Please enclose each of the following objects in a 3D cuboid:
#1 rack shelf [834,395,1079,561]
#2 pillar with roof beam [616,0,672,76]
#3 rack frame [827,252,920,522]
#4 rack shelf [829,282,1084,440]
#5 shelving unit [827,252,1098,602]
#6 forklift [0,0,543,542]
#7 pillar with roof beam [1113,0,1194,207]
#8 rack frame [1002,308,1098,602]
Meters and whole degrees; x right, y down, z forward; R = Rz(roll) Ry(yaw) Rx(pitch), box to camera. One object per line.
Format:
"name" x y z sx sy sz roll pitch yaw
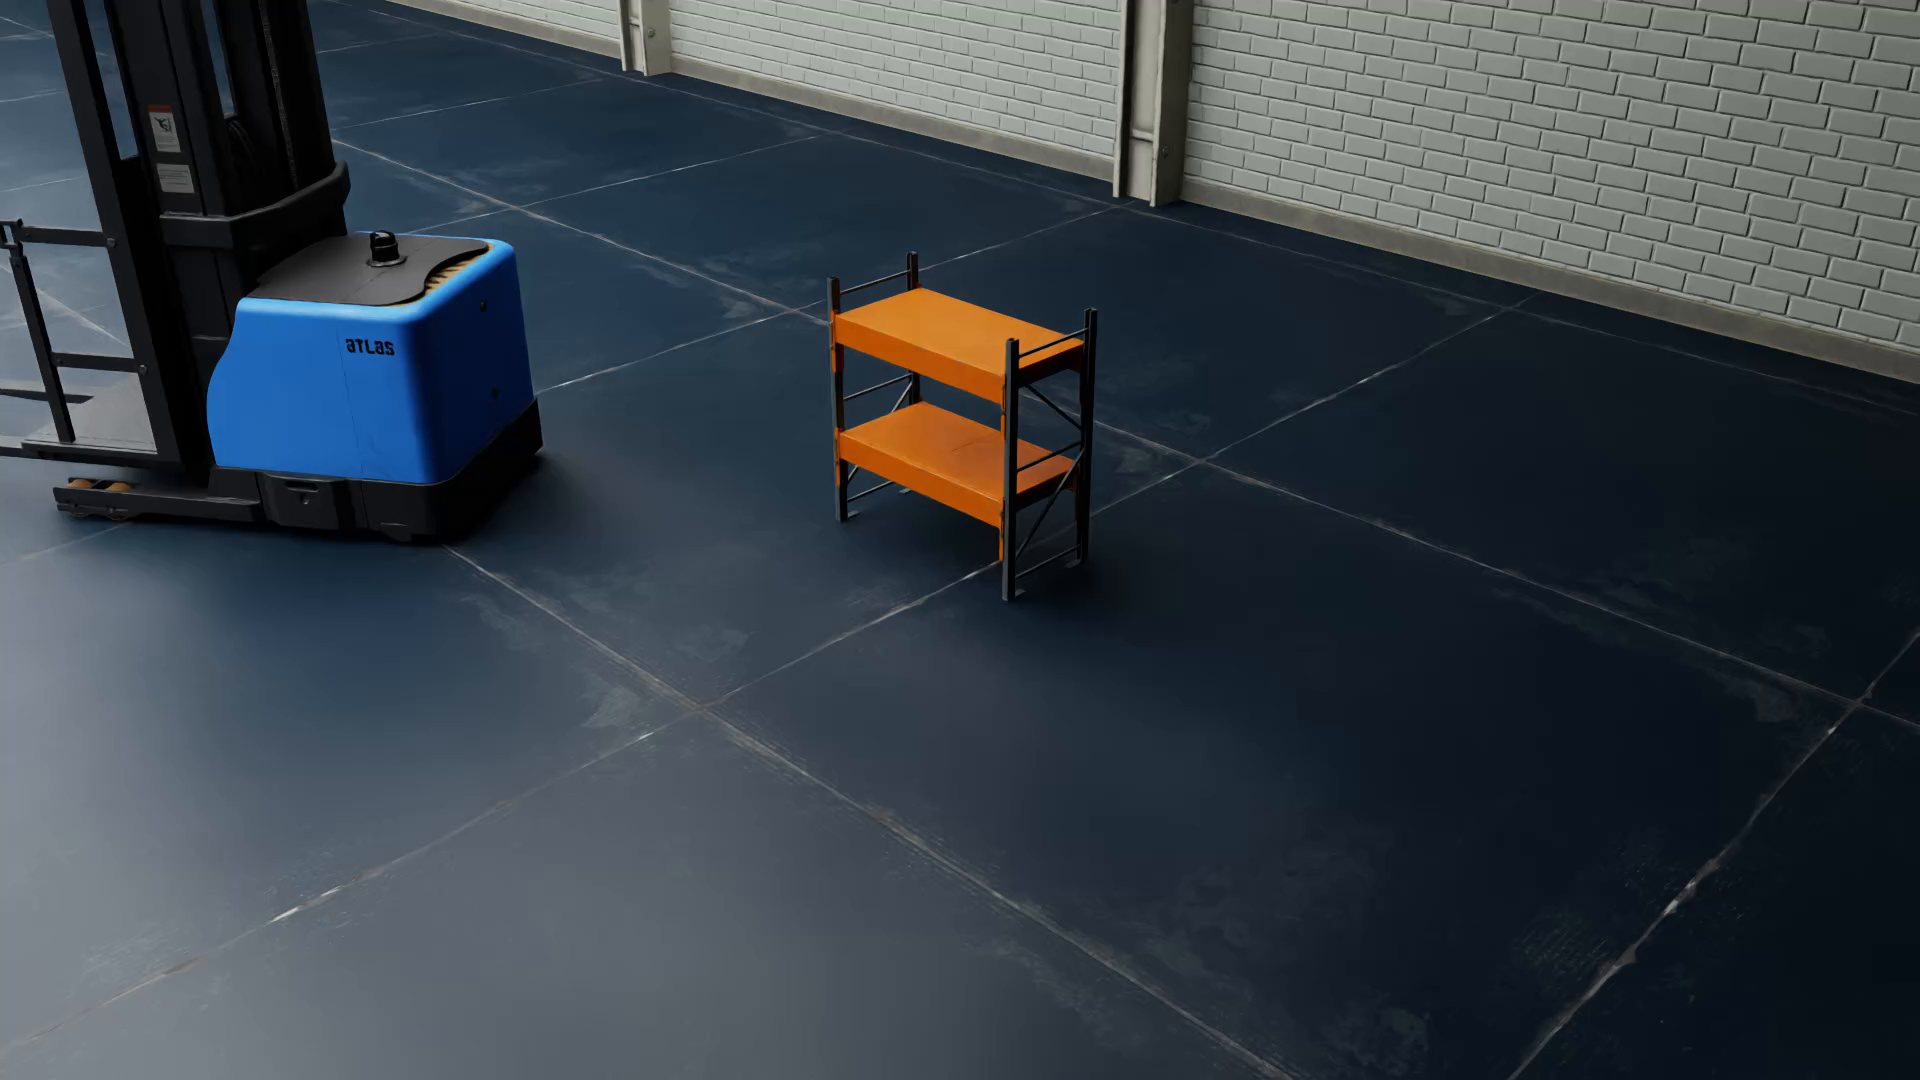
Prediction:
"rack shelf" -0.005 -0.284 7.106 1.000 0.278 0.538 25 36 38
"pillar with roof beam" -5.955 -6.972 10.840 0.400 9.000 9.100 25 36 38
"rack frame" -0.367 -0.666 7.308 0.032 1.125 0.500 25 36 38
"rack shelf" -0.005 -0.759 6.856 1.000 0.278 0.538 25 36 38
"shelving unit" -0.005 -0.500 6.992 1.048 1.125 0.538 25 36 38
"forklift" -3.565 -1.617 7.176 3.031 2.935 1.130 5 28 10
"pillar with roof beam" -1.676 -5.014 7.117 0.400 9.000 9.100 25 36 38
"rack frame" 0.358 -0.334 6.677 0.032 1.125 0.500 25 36 38
